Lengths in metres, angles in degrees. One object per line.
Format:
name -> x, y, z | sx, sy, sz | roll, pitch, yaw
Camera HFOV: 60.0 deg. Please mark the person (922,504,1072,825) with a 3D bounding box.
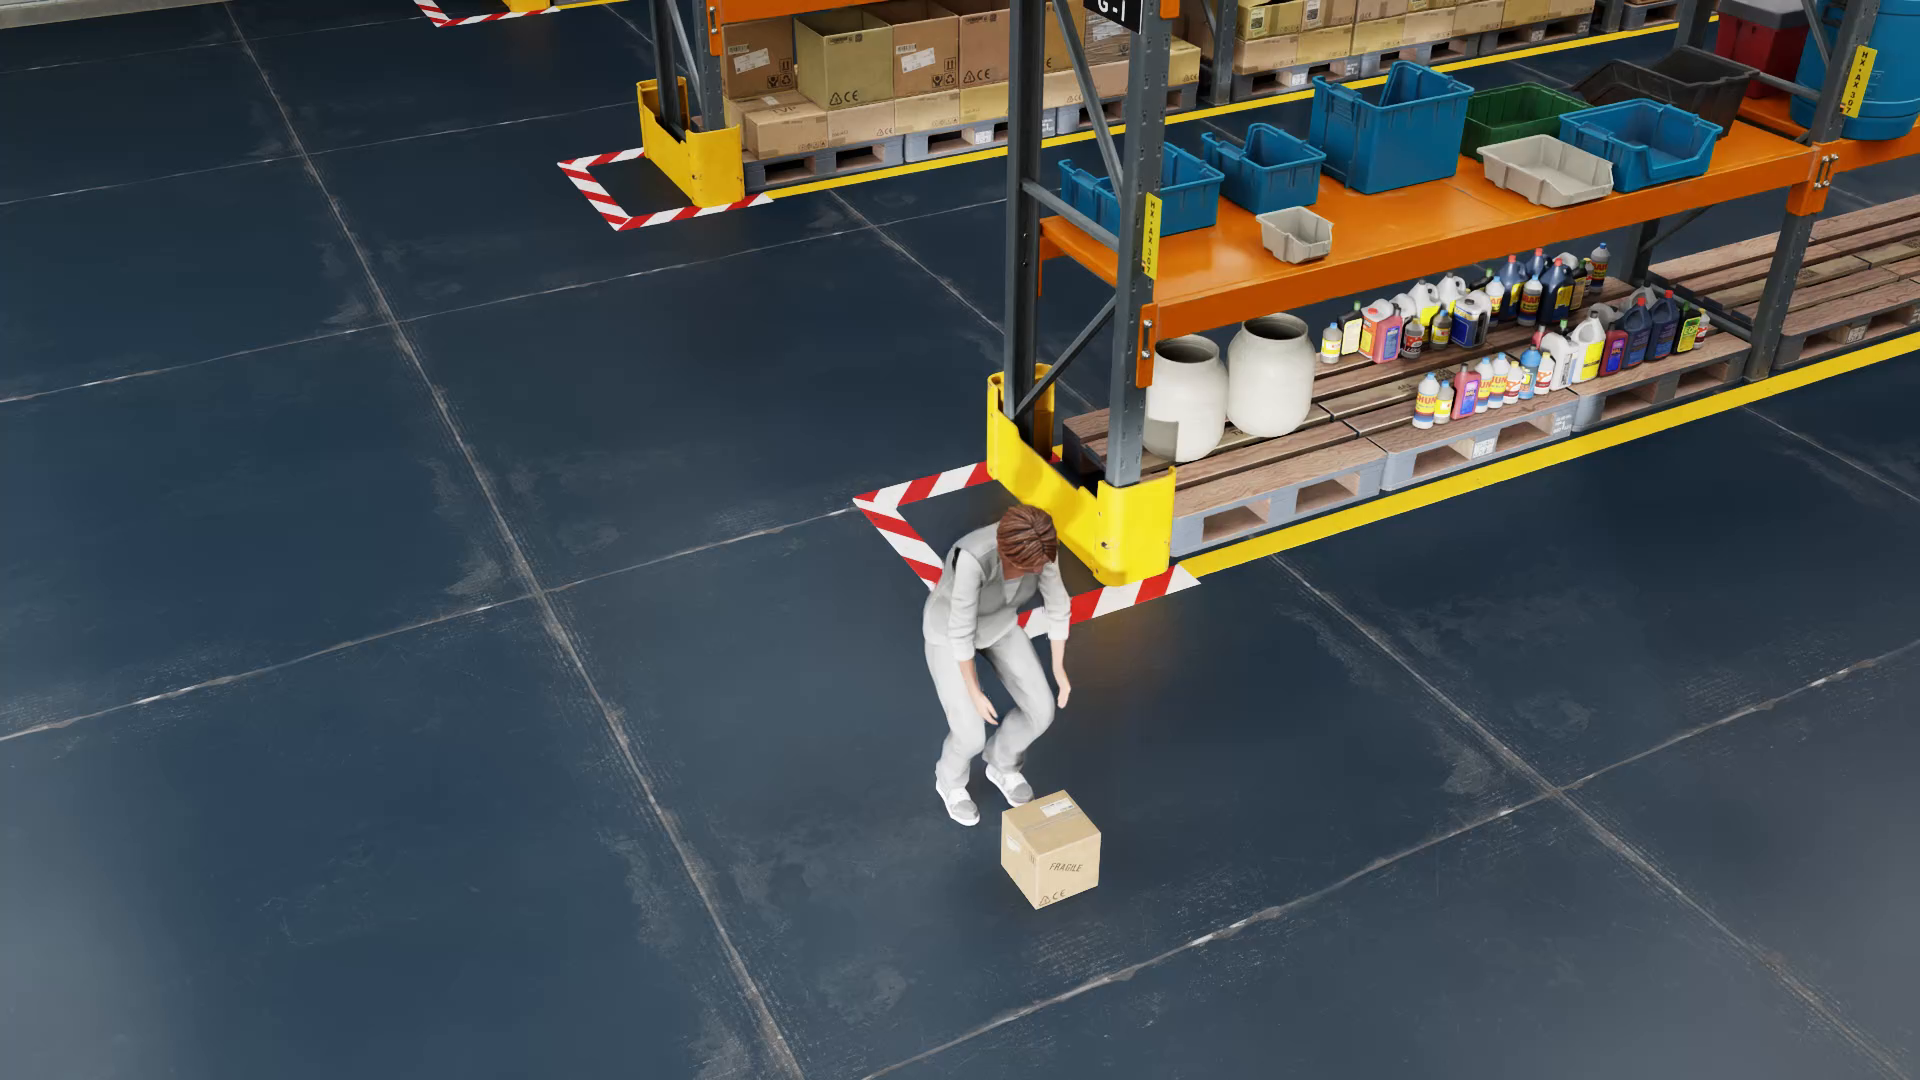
person -> 0.133, 0.384, 5.777 | 0.460, 1.376, 0.602 | -16, 37, -23
